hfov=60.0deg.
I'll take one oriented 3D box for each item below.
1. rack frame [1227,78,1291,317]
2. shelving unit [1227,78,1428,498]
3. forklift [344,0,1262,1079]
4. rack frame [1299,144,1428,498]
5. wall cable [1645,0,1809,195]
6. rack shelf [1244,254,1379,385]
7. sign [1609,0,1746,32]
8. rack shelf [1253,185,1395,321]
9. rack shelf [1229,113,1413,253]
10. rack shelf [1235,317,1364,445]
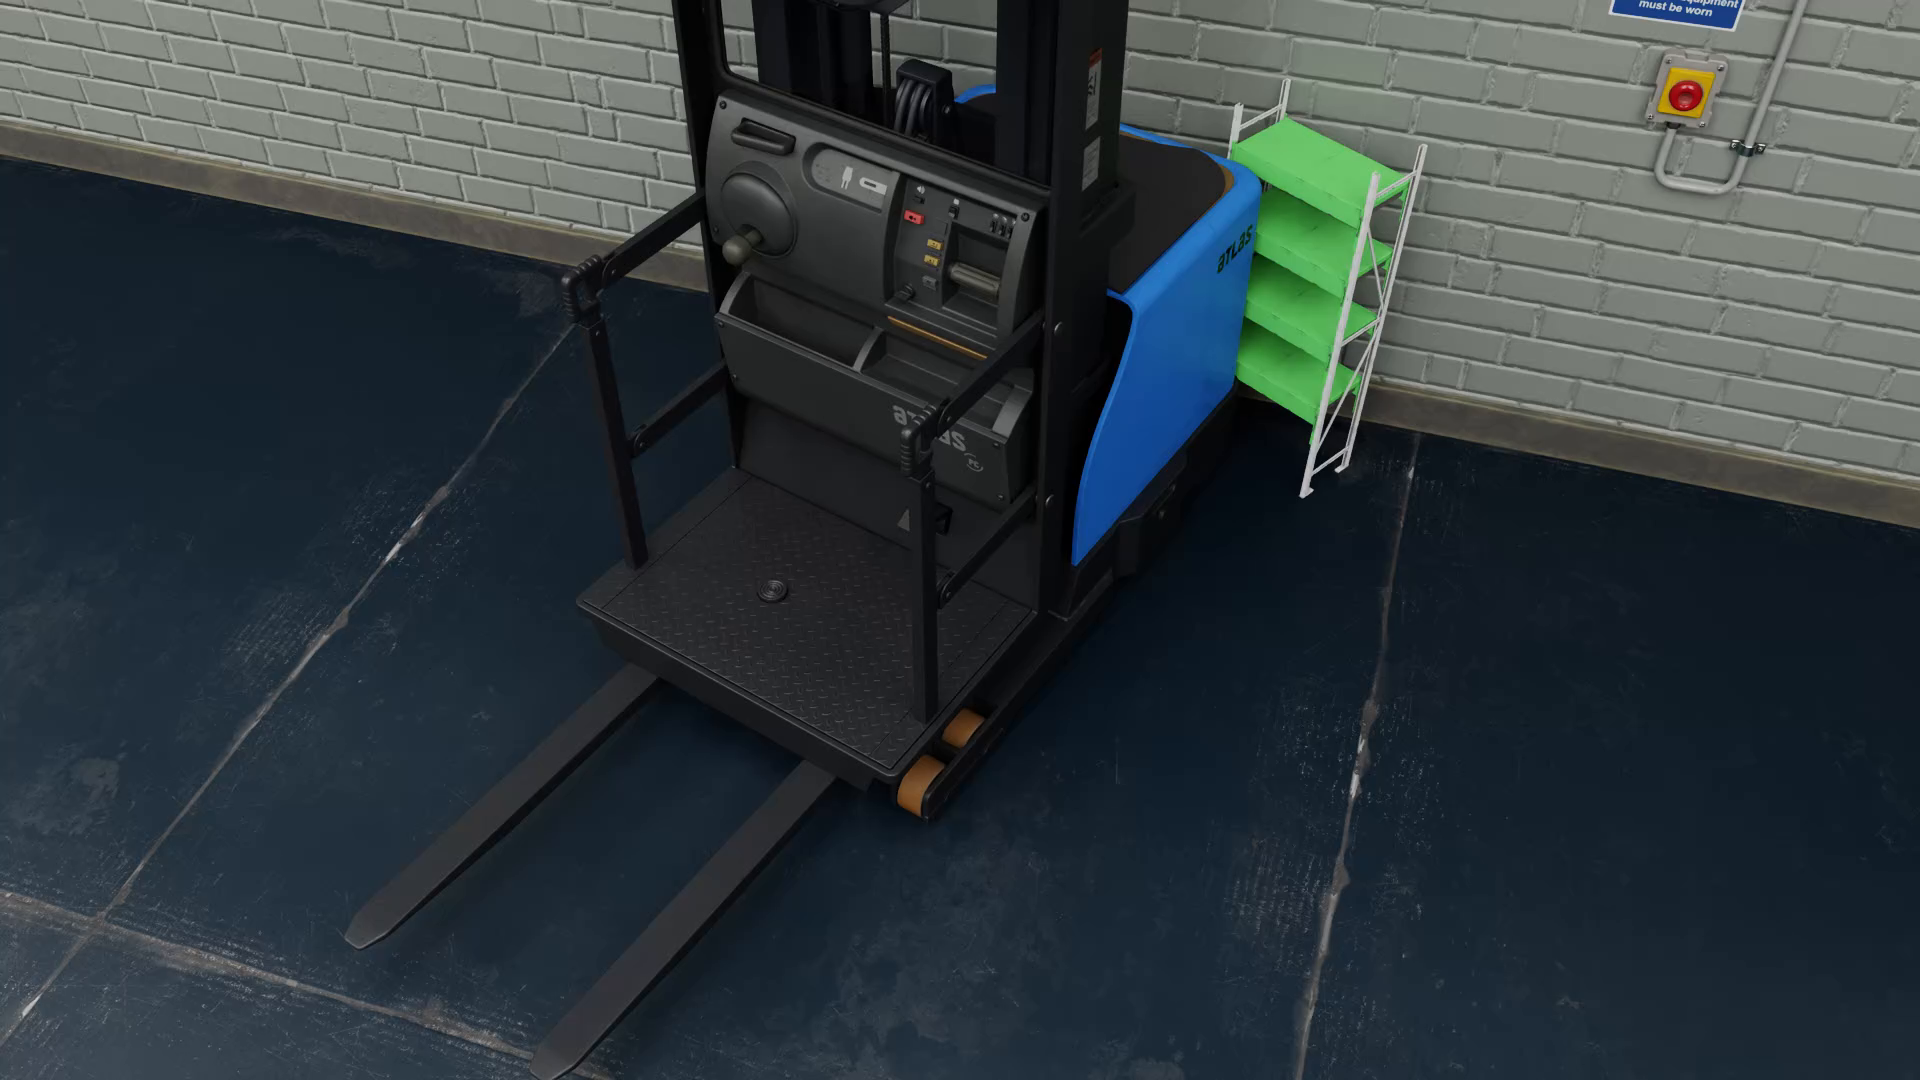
[{"bbox_3d":[0.873,-0.878,5.278,0.240,1.200,0.015,-32,54,-30],"label":"rack frame"},{"bbox_3d":[1.040,-0.751,5.153,0.258,1.200,0.503,-32,54,-30],"label":"shelving unit"},{"bbox_3d":[-0.348,-0.687,3.856,1.130,2.935,3.031,25,50,24],"label":"forklift"},{"bbox_3d":[1.207,-0.624,5.028,0.240,1.200,0.015,-32,54,-30],"label":"rack frame"},{"bbox_3d":[1.949,-1.702,4.096,0.585,1.953,0.123,13,46,13],"label":"wall cable"},{"bbox_3d":[1.038,-0.705,5.198,0.258,0.148,0.480,-32,54,-30],"label":"rack shelf"},{"bbox_3d":[1.922,-1.475,4.420,0.327,0.218,0.001,13,46,13],"label":"sign"},{"bbox_3d":[1.044,-0.877,5.031,0.258,0.148,0.480,-32,54,-30],"label":"rack shelf"},{"bbox_3d":[1.050,-1.050,4.864,0.258,0.148,0.480,-32,54,-30],"label":"rack shelf"},{"bbox_3d":[1.032,-0.533,5.365,0.258,0.148,0.480,-32,54,-30],"label":"rack shelf"}]
